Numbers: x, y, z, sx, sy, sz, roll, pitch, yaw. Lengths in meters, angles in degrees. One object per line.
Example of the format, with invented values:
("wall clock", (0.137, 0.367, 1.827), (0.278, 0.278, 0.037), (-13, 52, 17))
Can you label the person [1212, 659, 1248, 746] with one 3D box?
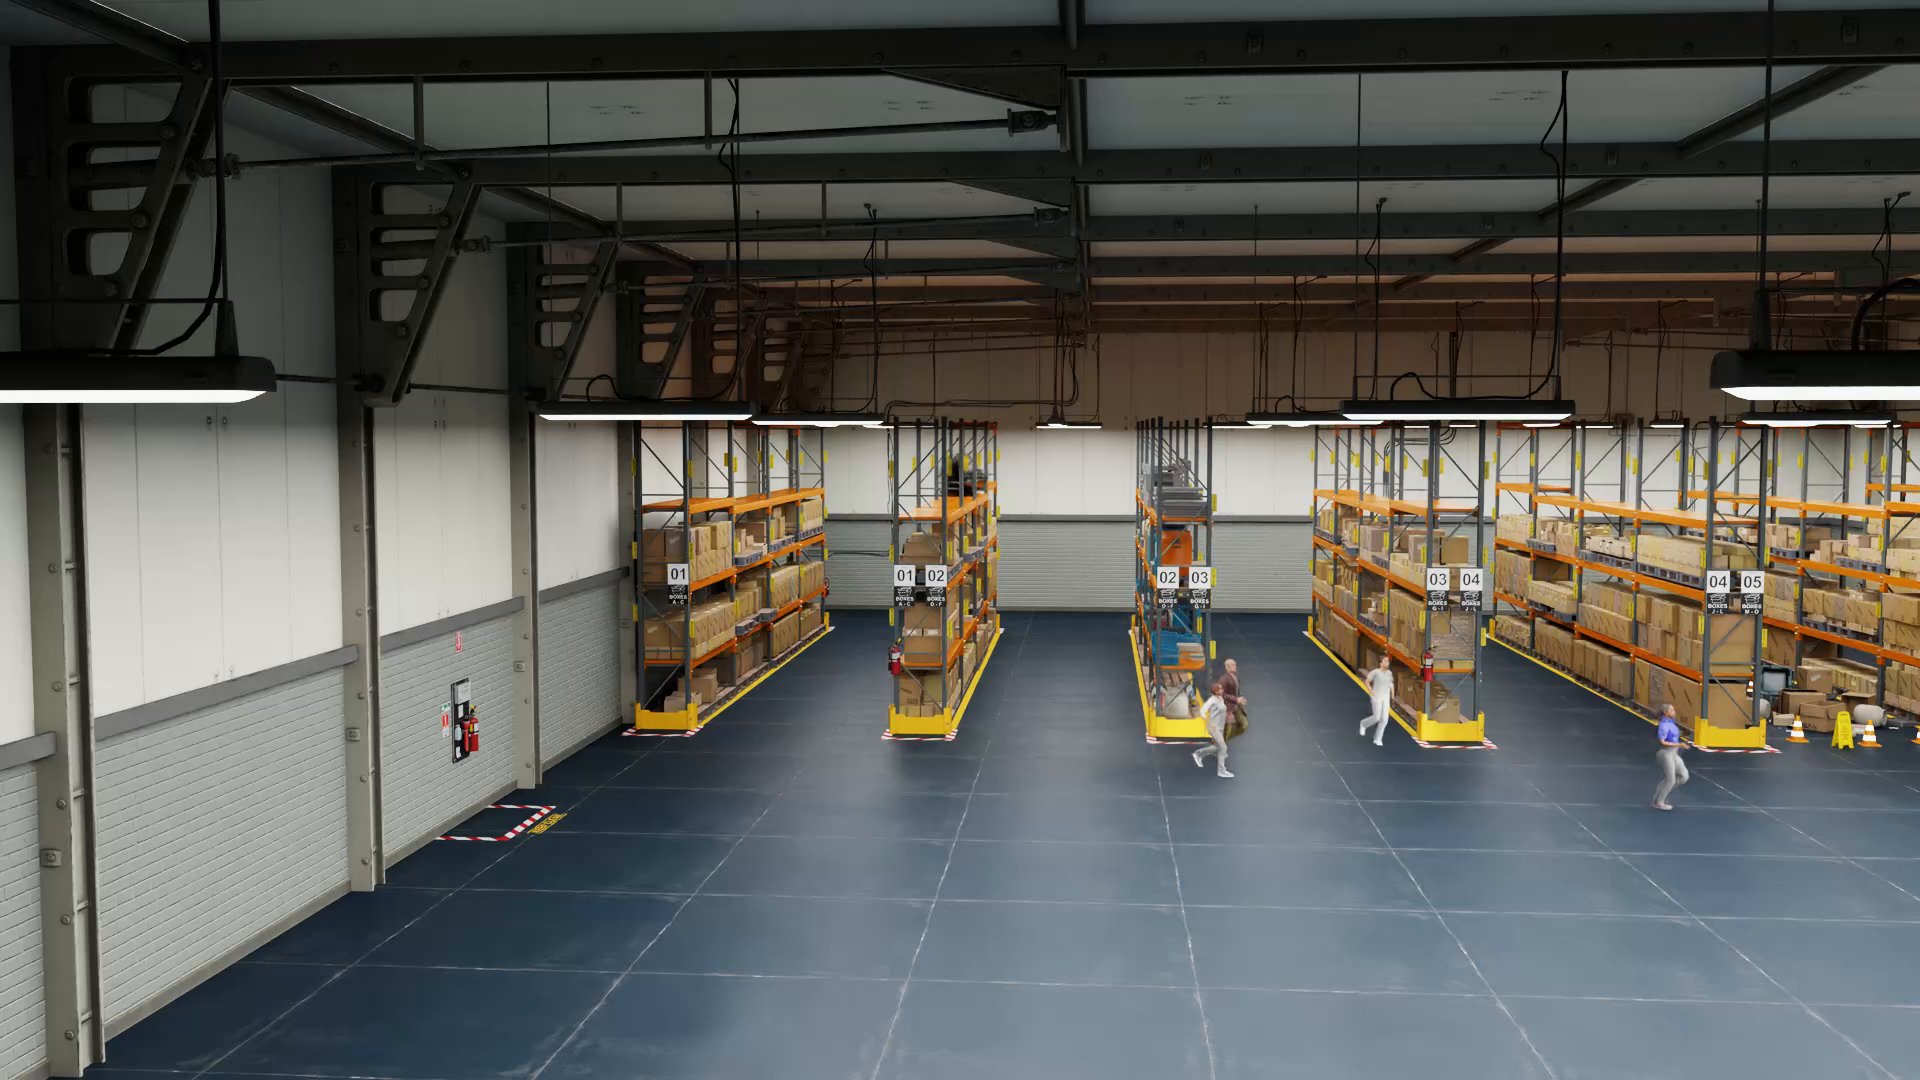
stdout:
("person", (4.770, 2.918, 29.164), (0.743, 1.654, 0.743), (3, 5, 41))

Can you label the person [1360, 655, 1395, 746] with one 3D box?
("person", (7.742, 2.919, 30.557), (0.614, 1.609, 0.722), (-1, 4, -19))

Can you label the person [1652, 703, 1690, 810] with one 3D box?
("person", (10.753, 3.308, 25.084), (0.559, 1.528, 0.564), (3, 5, 38))

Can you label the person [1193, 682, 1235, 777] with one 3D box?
("person", (4.188, 3.131, 27.565), (0.736, 1.568, 0.538), (2, 4, 31))
